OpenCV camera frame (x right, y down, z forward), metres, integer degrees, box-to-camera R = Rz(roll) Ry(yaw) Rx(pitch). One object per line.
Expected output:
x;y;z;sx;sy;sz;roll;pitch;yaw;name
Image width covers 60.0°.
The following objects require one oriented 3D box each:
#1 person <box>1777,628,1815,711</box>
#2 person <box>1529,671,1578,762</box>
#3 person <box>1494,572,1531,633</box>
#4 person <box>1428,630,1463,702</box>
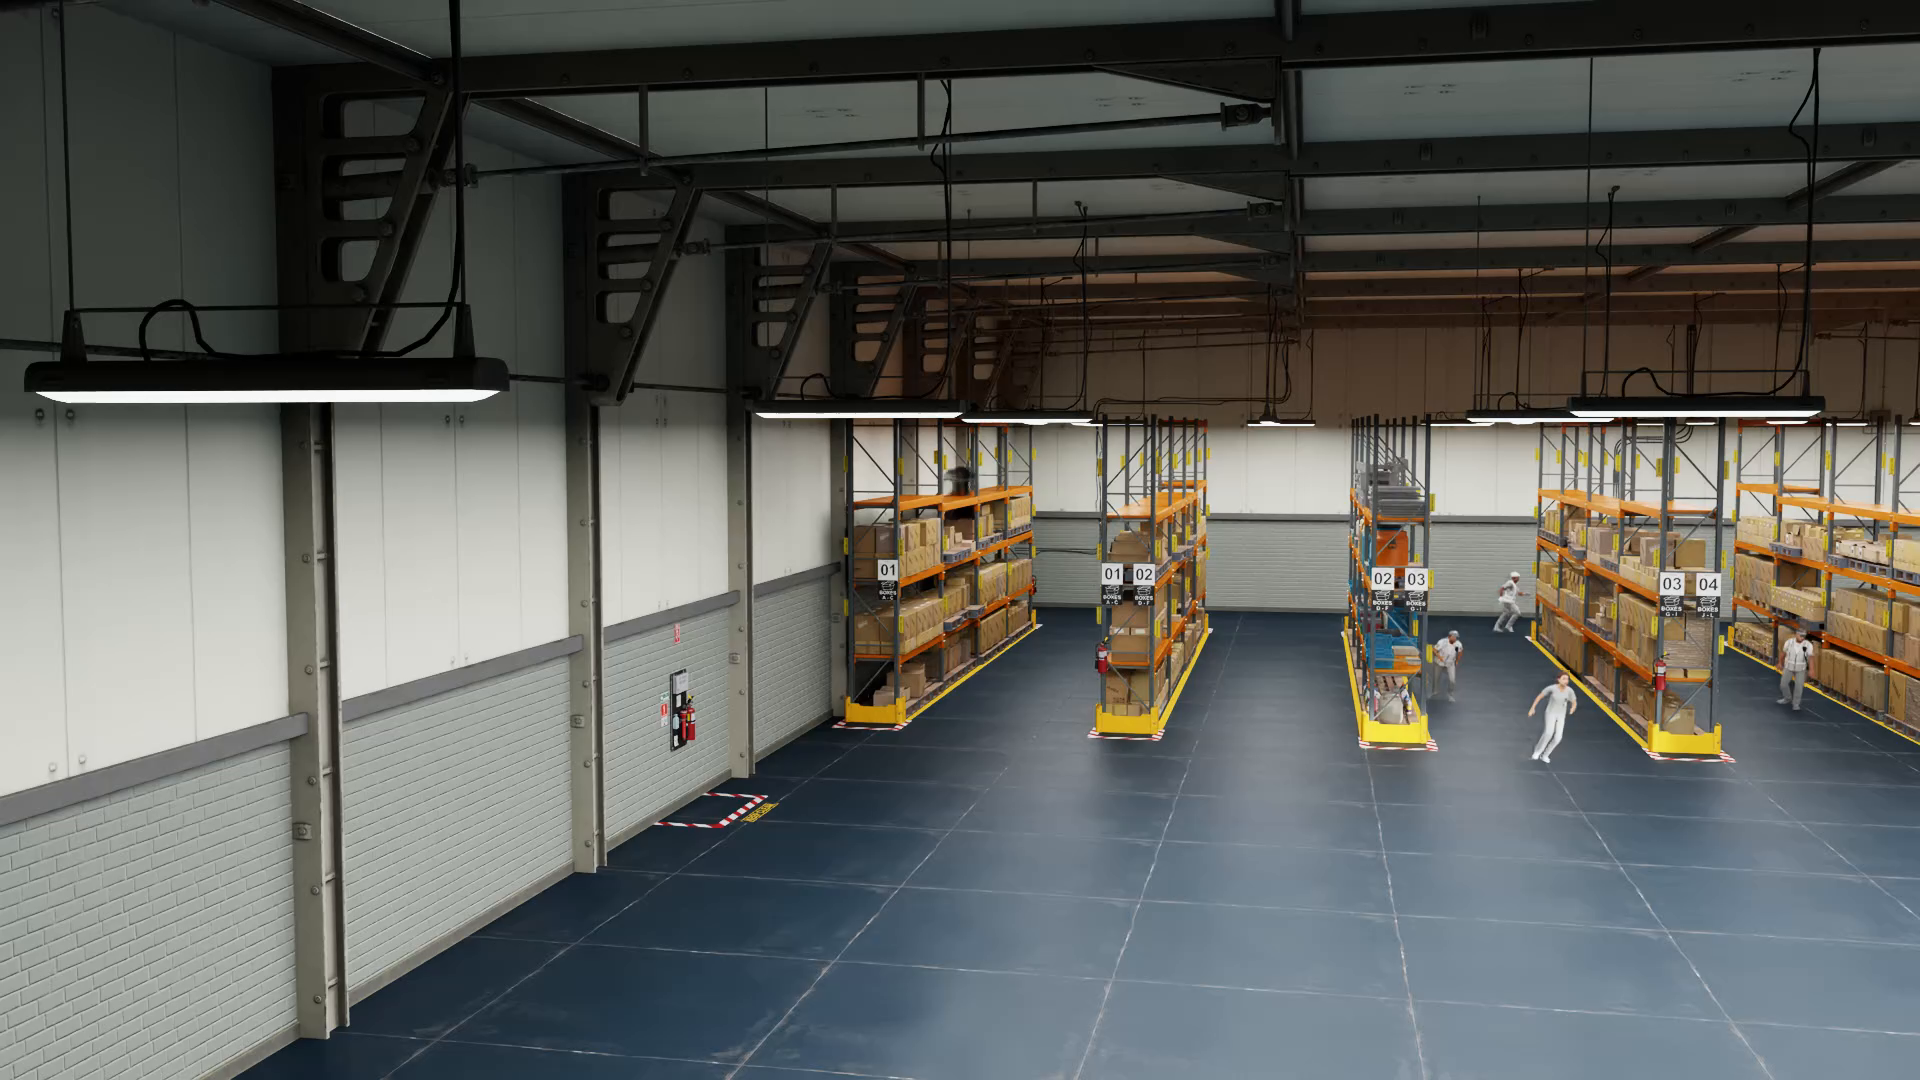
17.023;2.621;33.868;0.717;1.697;0.610;2;4;31;person
10.236;3.054;28.577;0.760;1.595;0.580;0;4;-7;person
15.444;1.735;46.488;0.989;1.709;0.656;2;4;25;person
10.258;2.644;35.130;0.701;1.561;0.781;1;4;15;person
